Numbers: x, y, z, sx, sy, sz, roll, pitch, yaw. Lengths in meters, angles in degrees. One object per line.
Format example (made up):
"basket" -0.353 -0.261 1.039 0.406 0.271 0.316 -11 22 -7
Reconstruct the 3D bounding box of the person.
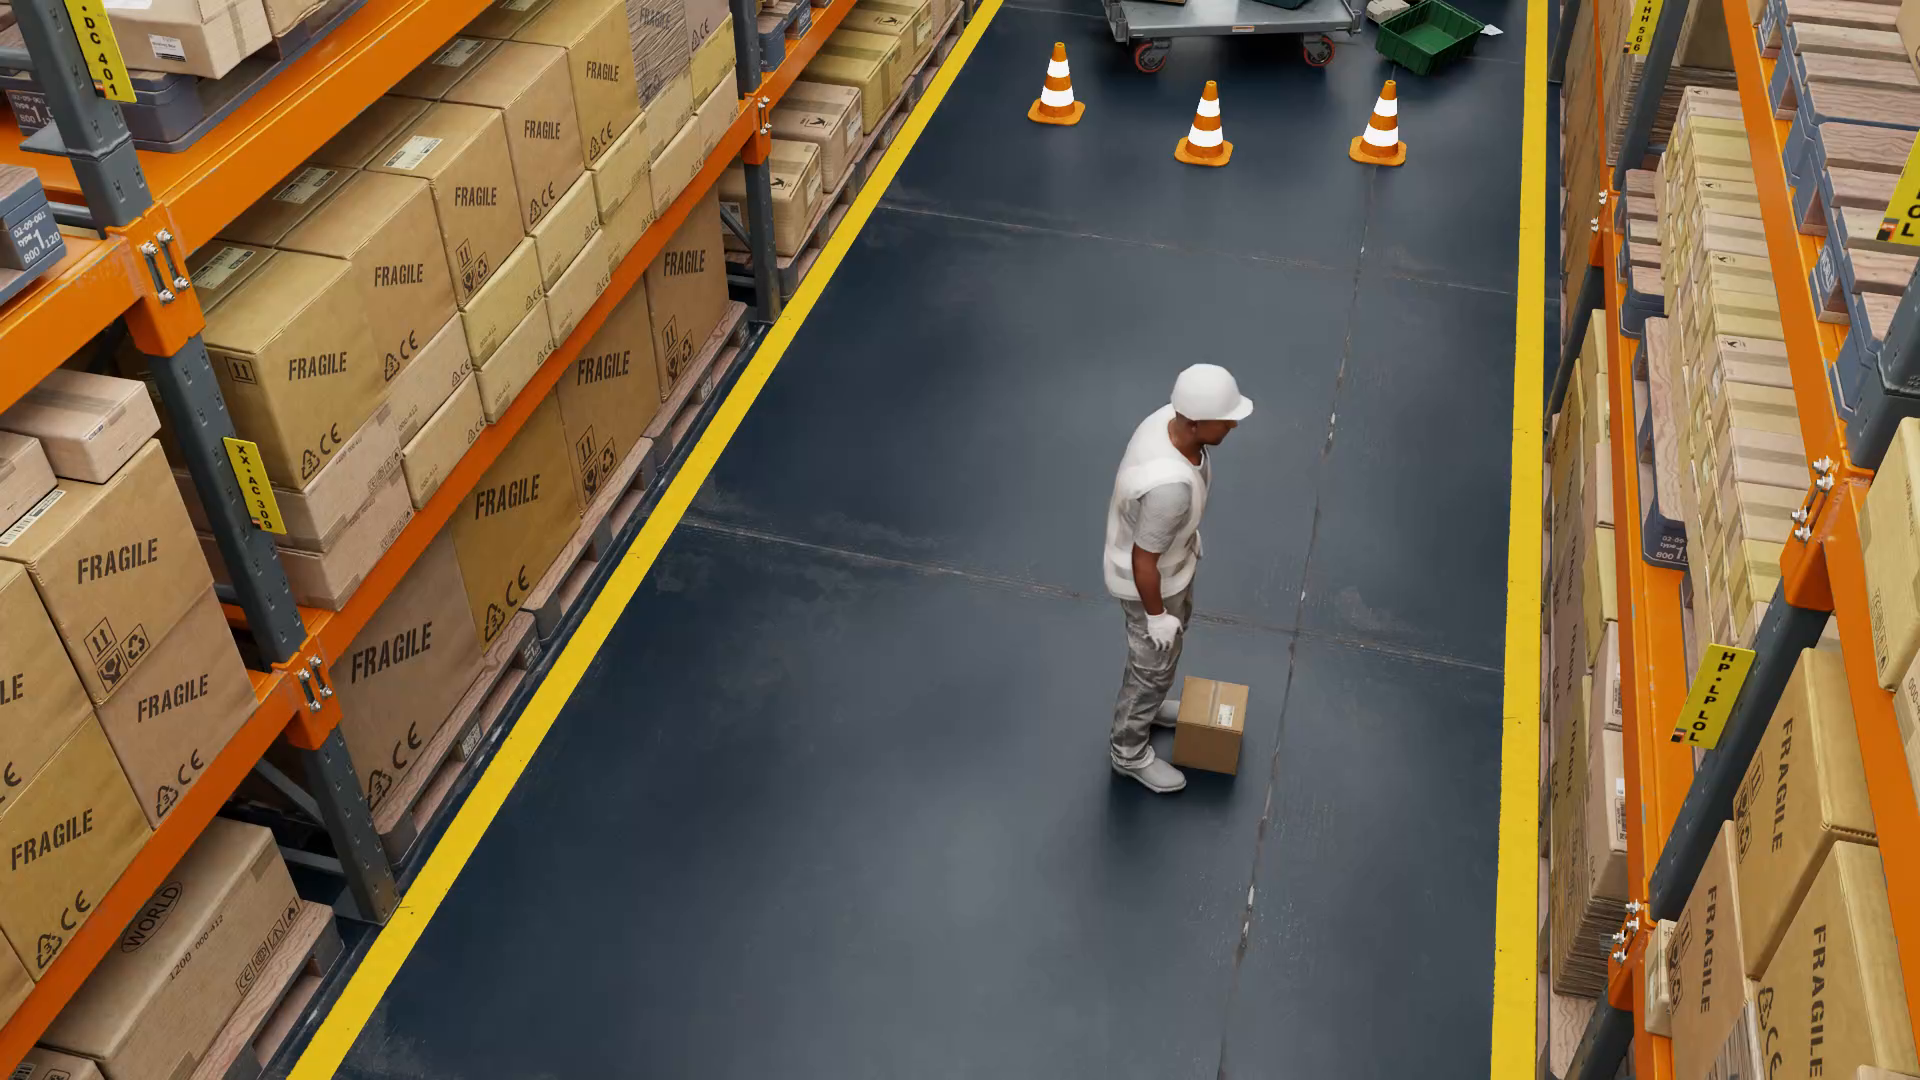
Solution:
"person" 0.746 0.117 6.013 0.446 1.775 0.619 10 42 12
